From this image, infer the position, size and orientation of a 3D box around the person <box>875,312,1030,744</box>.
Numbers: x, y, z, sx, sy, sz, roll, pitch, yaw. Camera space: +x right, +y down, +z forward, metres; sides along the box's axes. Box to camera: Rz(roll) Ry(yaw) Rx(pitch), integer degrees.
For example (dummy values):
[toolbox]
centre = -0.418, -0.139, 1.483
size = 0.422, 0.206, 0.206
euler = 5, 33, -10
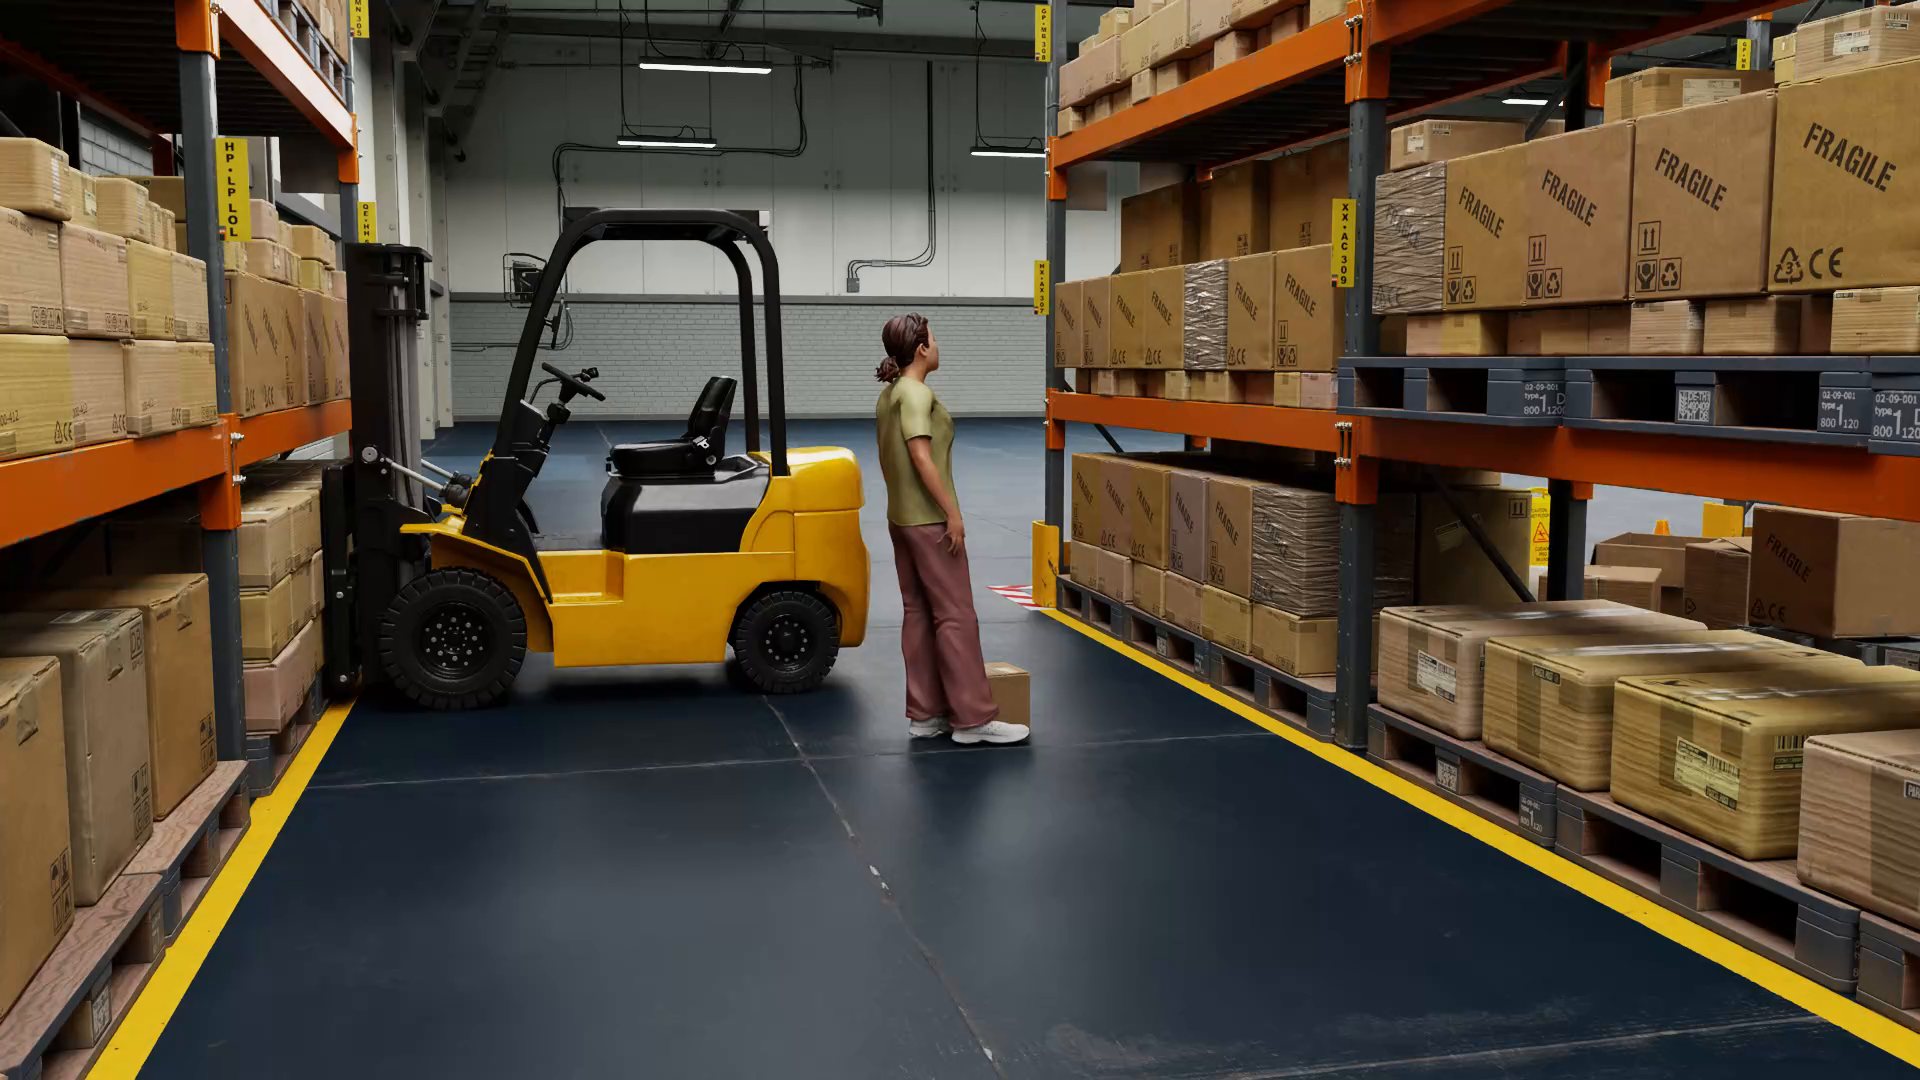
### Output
[person]
centre = -0.069, -0.056, 6.577
size = 0.548, 1.673, 0.554
euler = -2, 7, -21
